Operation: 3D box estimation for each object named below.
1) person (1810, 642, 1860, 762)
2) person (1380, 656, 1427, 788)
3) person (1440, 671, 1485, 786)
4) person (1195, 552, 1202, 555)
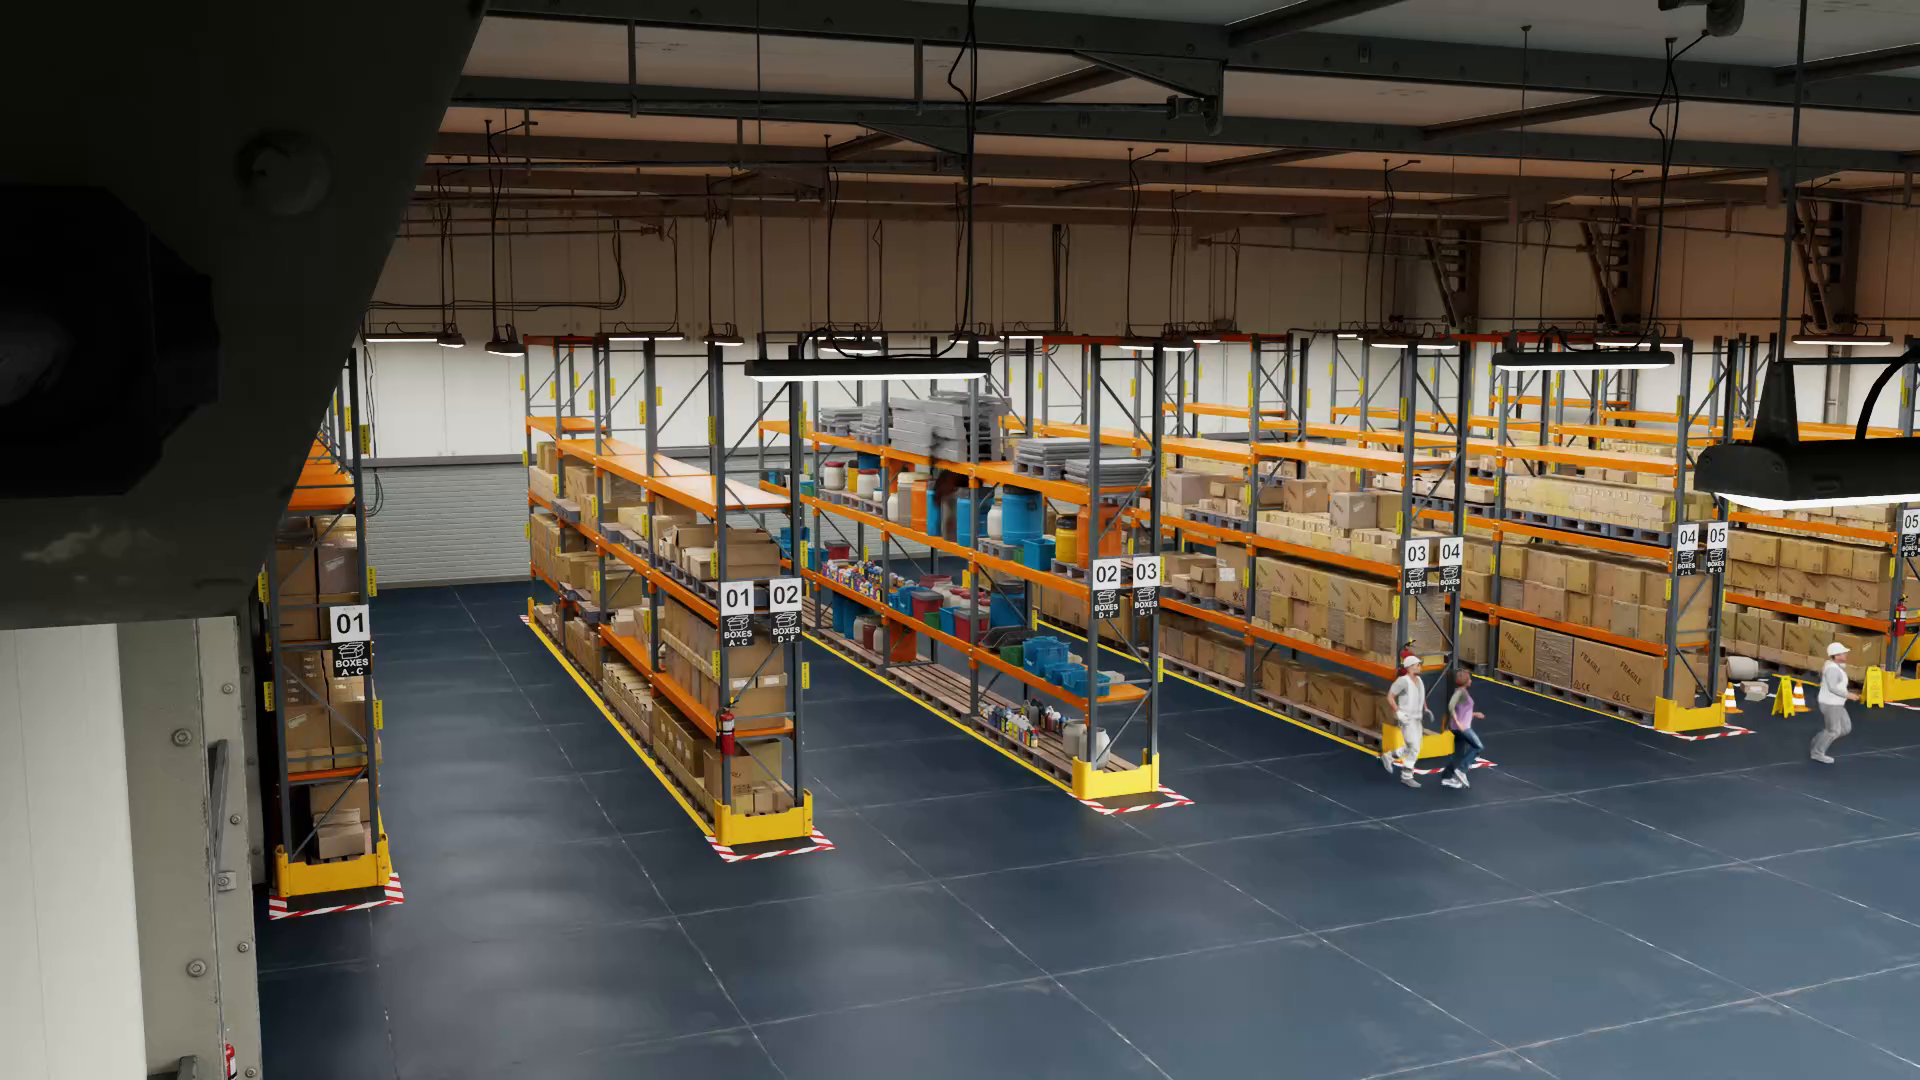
[{"bbox_3d":[12.523,2.316,23.754,0.584,1.733,0.679,4,9,29],"label":"person"},{"bbox_3d":[6.126,2.454,22.794,0.710,1.747,0.678,-7,10,-42],"label":"person"},{"bbox_3d":[6.829,2.565,22.568,0.563,1.545,0.528,1,8,10],"label":"person"},{"bbox_3d":[4.792,1.081,33.351,0.660,1.683,0.585,-4,8,-26],"label":"person"}]
